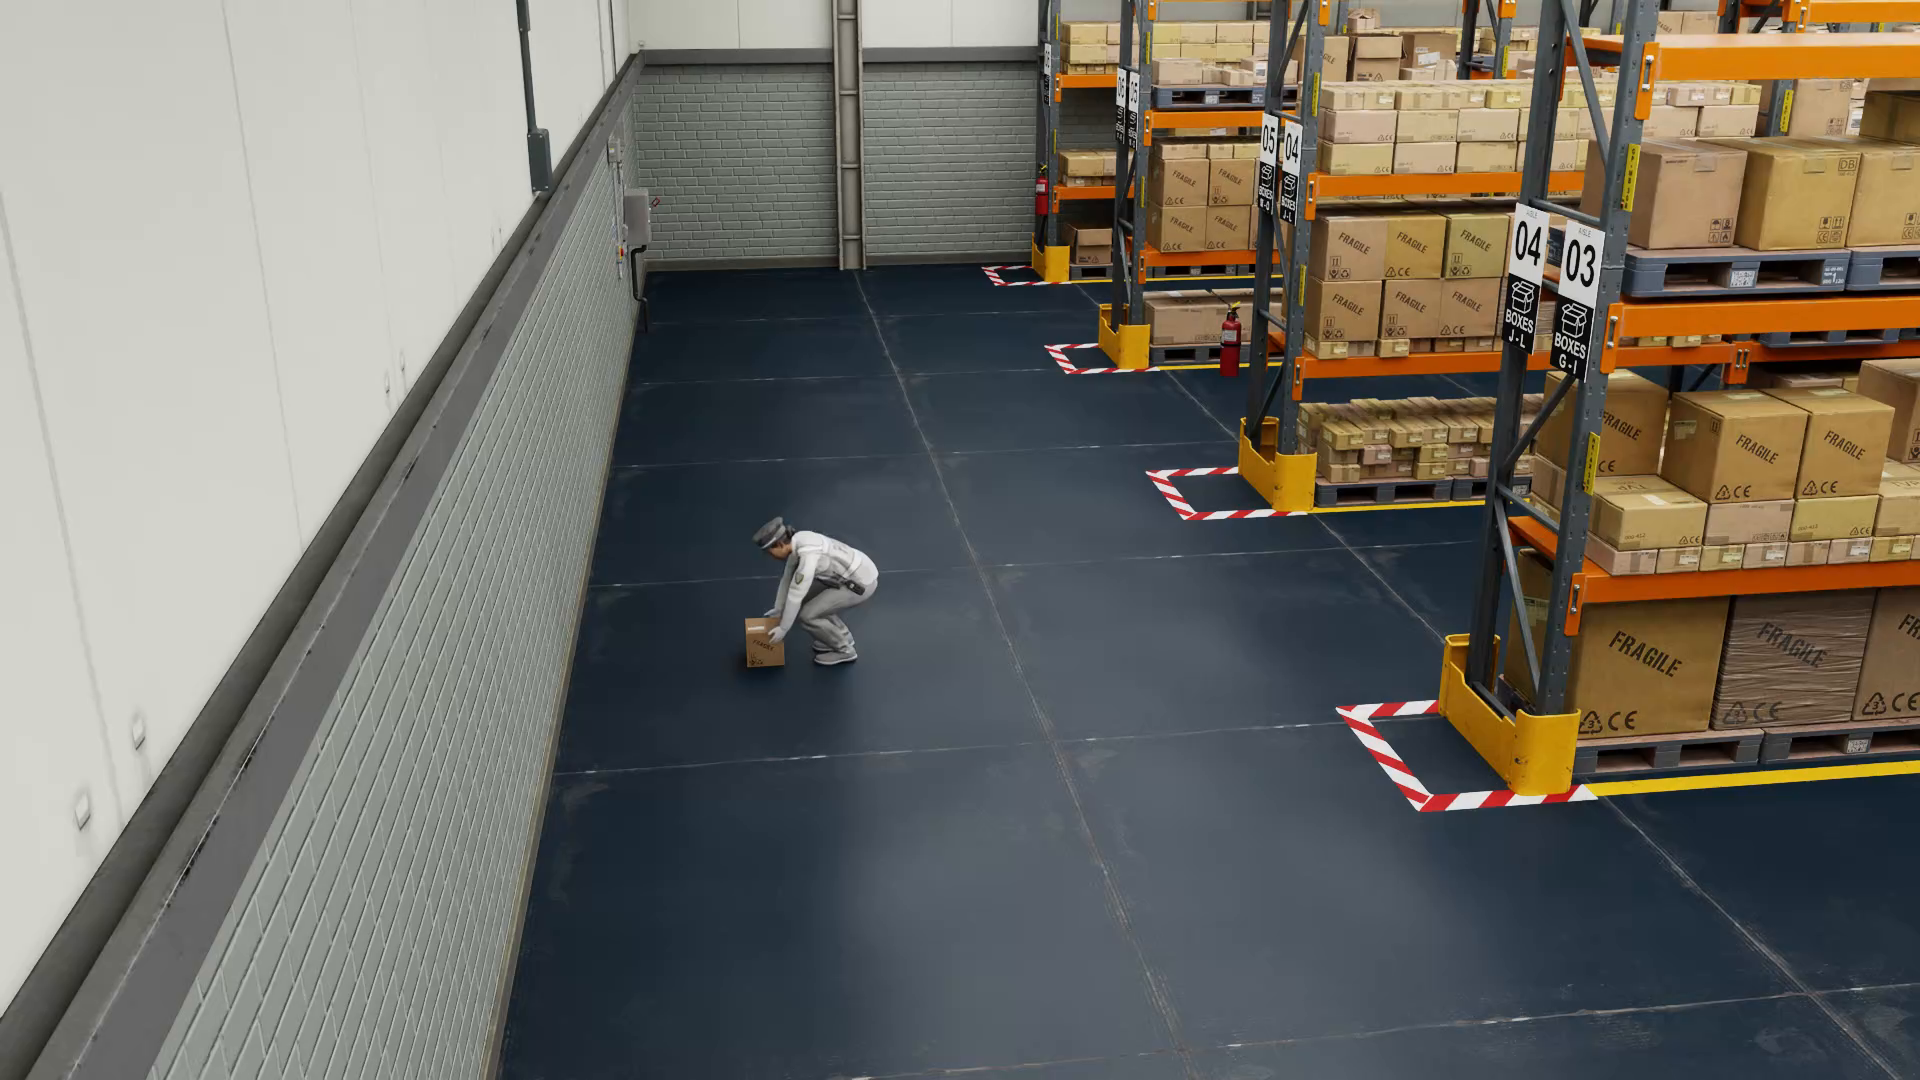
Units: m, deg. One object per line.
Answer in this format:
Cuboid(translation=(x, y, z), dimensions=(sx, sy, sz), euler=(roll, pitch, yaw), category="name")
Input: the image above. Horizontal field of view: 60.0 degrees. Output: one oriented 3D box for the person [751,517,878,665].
Cuboid(translation=(-0.964, 0.322, 11.129), dimensions=(0.837, 1.028, 0.500), euler=(-3, 20, -8), category="person")
